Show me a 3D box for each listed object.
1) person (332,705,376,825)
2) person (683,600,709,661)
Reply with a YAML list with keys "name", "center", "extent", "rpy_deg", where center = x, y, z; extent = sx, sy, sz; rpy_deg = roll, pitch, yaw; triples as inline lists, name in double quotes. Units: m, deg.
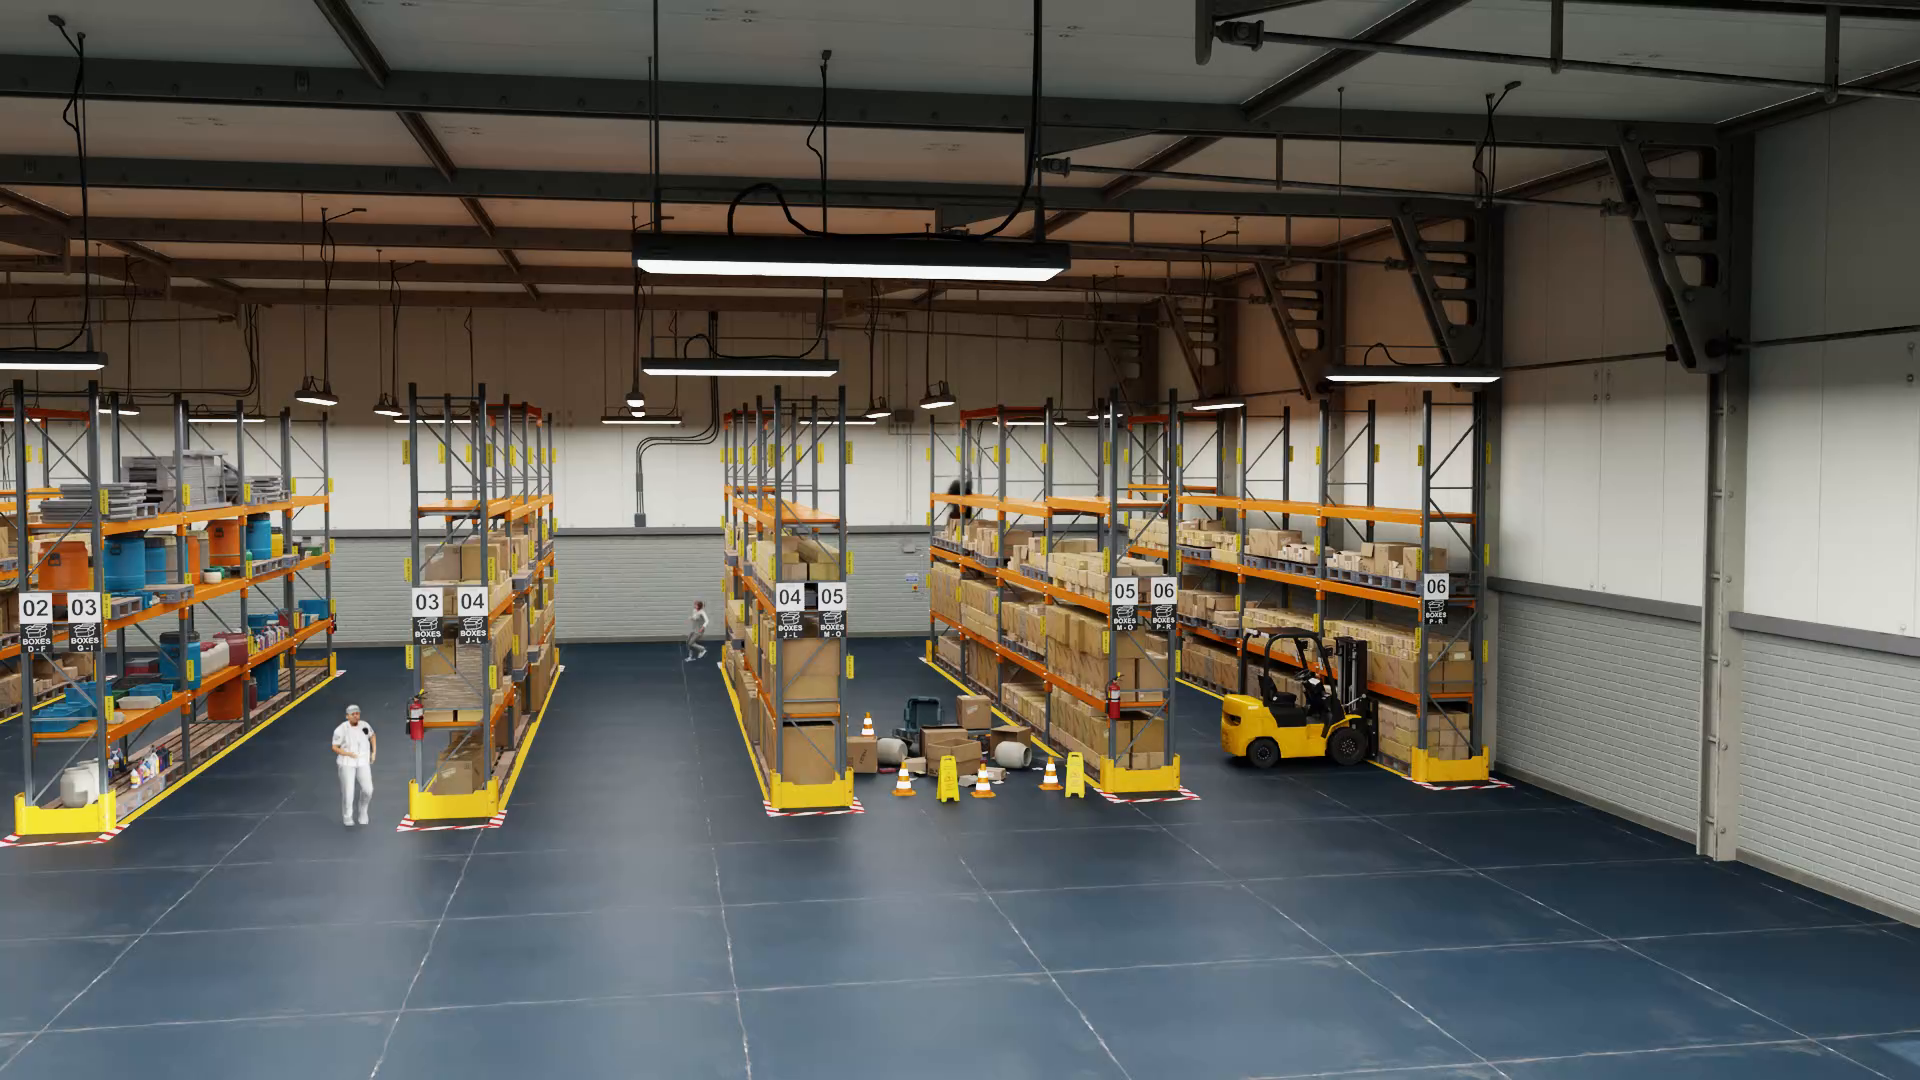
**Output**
- name: "person"
  center: [-8.136, 3.051, 22.424]
  extent: [0.625, 1.670, 0.628]
  rpy_deg: [-2, 4, -36]
- name: "person"
  center: [-6.407, 2.211, 40.348]
  extent: [0.581, 1.515, 0.659]
  rpy_deg: [-2, 4, -35]
